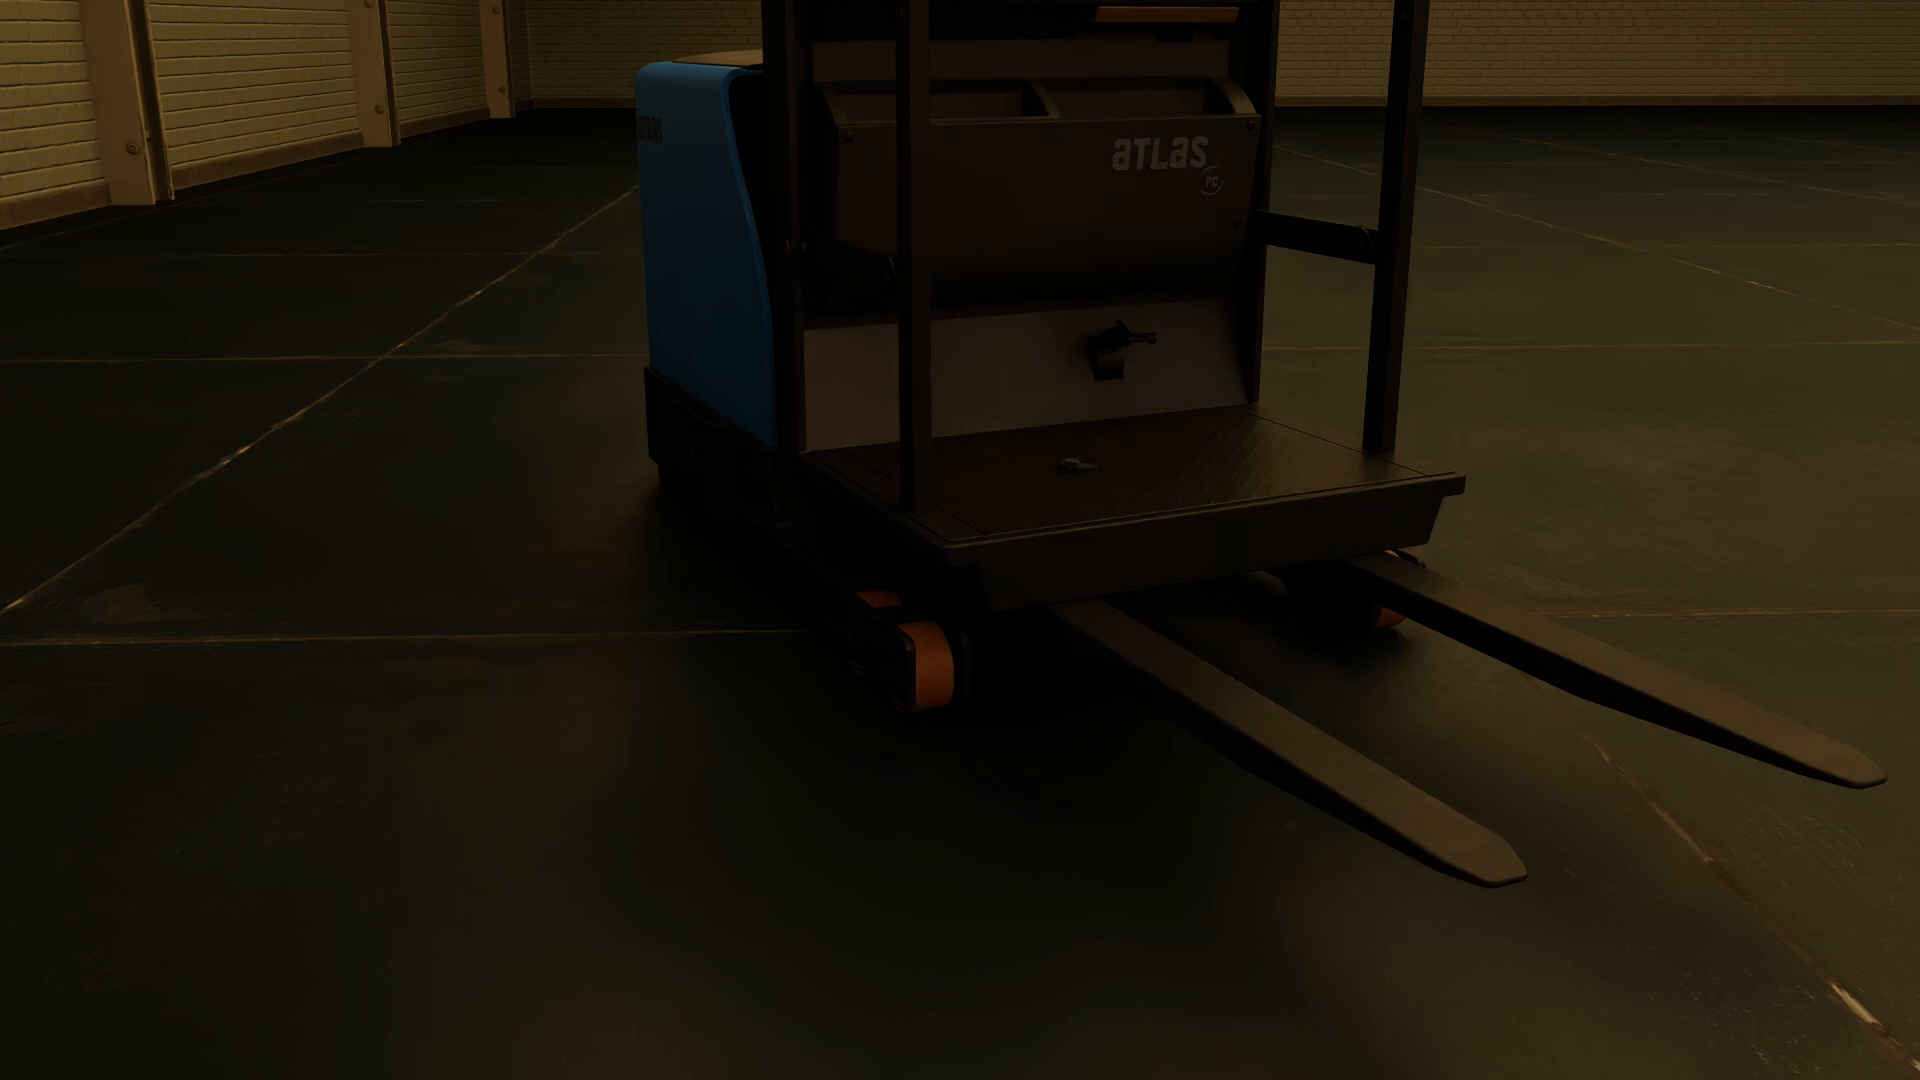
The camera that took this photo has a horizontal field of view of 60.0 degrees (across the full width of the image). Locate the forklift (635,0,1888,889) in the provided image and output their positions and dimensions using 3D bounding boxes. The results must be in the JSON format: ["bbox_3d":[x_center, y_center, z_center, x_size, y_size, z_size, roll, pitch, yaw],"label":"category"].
[{"bbox_3d":[0.258,-1.240,2.962,1.130,2.935,3.031,-8,19,-24],"label":"forklift"}]
